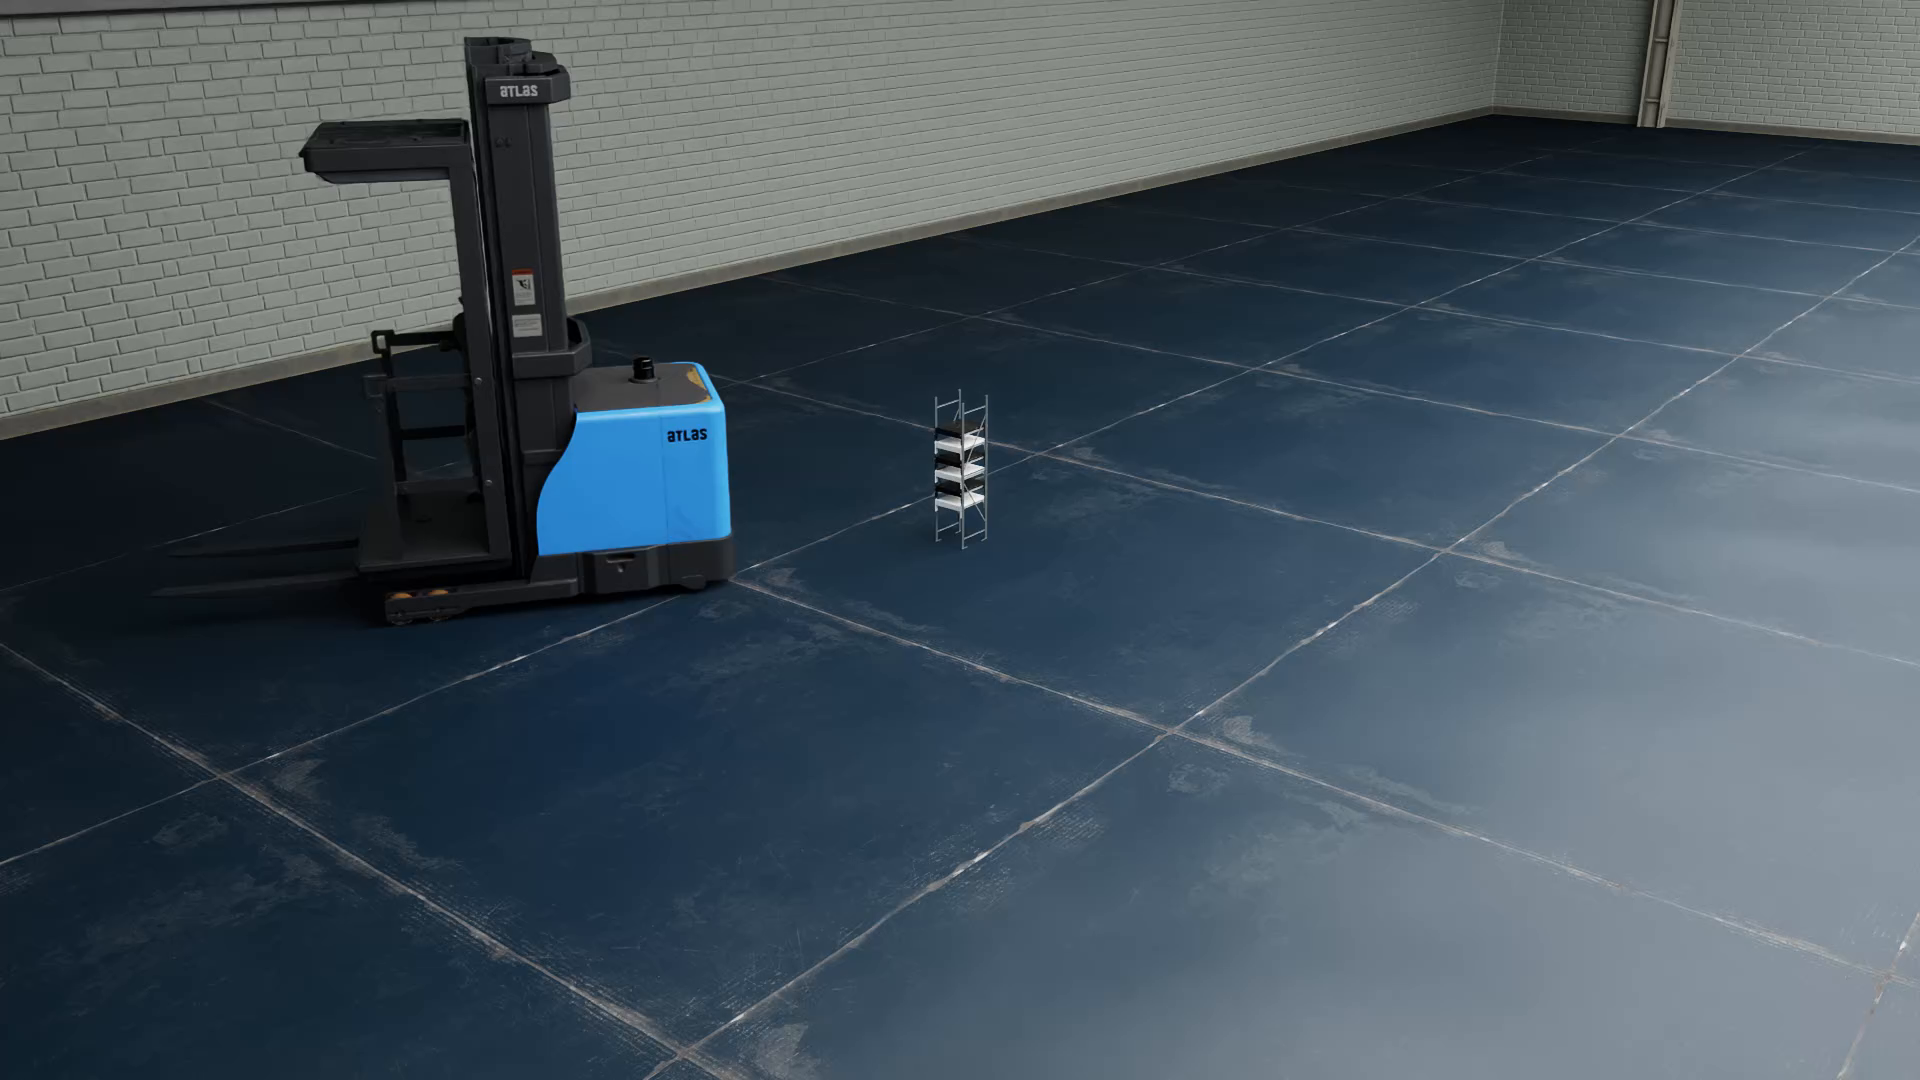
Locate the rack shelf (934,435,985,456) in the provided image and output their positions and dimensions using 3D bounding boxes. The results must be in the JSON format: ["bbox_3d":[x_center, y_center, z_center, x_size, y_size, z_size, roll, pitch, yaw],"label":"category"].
[{"bbox_3d":[0.006,-0.556,9.832,0.200,0.077,0.258,16,26,36],"label":"rack shelf"}]

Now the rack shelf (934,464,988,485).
[{"bbox_3d":[0.006,-0.388,9.895,0.200,0.077,0.258,16,26,36],"label":"rack shelf"}]

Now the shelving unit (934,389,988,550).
[{"bbox_3d":[0.006,-0.419,9.883,0.210,0.900,0.258,16,26,36],"label":"shelving unit"}]

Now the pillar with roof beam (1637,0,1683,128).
[{"bbox_3d":[9.532,-10.369,24.791,0.400,9.000,9.100,16,26,36],"label":"pillar with roof beam"}]

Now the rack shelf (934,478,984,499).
[{"bbox_3d":[0.006,-0.304,9.927,0.200,0.077,0.258,16,26,36],"label":"rack shelf"}]

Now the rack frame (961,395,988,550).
[{"bbox_3d":[0.085,-0.397,9.823,0.006,0.900,0.240,16,26,36],"label":"rack frame"}]

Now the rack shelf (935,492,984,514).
[{"bbox_3d":[0.006,-0.220,9.959,0.200,0.077,0.258,16,26,36],"label":"rack shelf"}]

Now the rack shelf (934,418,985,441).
[{"bbox_3d":[0.006,-0.641,9.800,0.200,0.077,0.258,16,26,36],"label":"rack shelf"}]

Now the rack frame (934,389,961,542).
[{"bbox_3d":[-0.072,-0.442,9.944,0.006,0.900,0.240,16,26,36],"label":"rack frame"}]

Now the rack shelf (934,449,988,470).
[{"bbox_3d":[0.006,-0.472,9.863,0.200,0.077,0.258,16,26,36],"label":"rack shelf"}]

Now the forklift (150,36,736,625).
[{"bbox_3d":[-2.839,-1.127,8.881,3.031,2.935,1.130,-6,21,-15],"label":"forklift"}]
